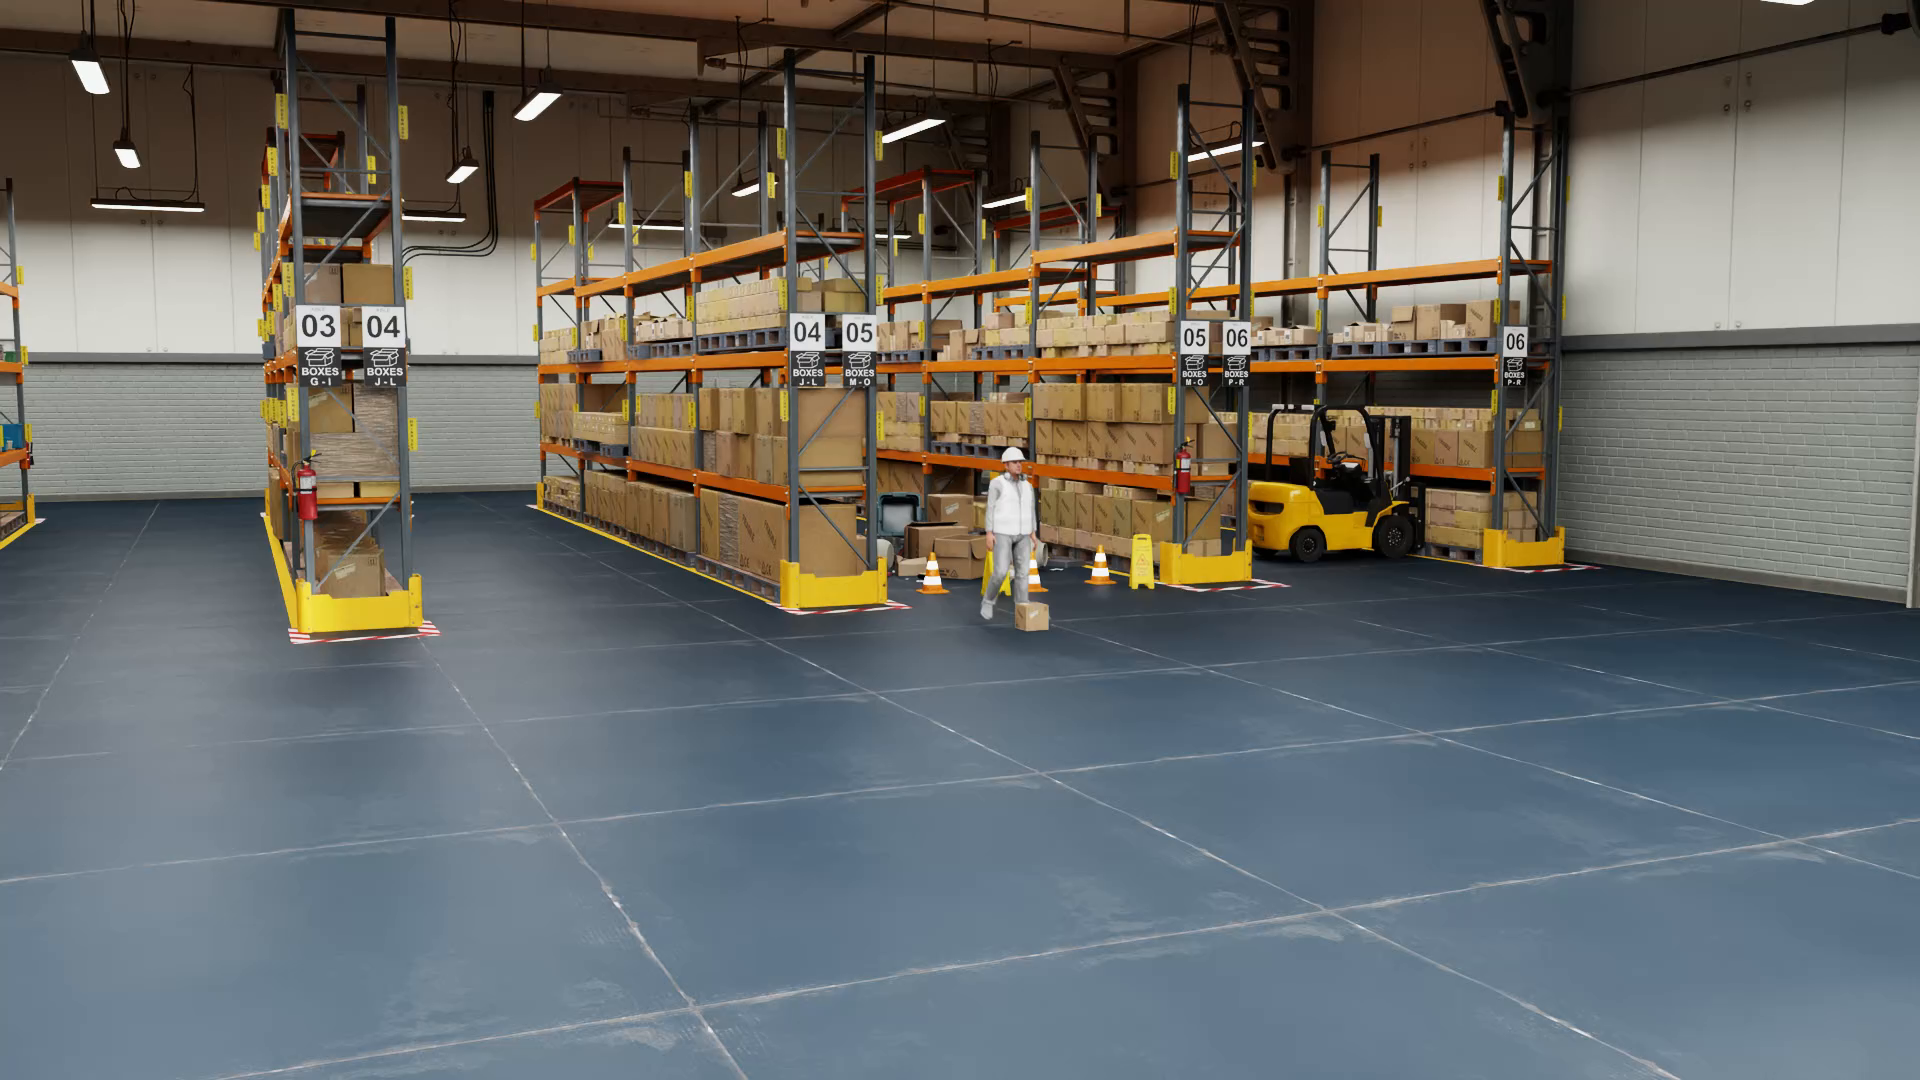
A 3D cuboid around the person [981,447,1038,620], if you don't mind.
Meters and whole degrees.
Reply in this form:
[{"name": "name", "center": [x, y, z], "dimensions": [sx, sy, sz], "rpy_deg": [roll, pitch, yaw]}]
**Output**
[{"name": "person", "center": [0.532, -0.054, 16.969], "dimensions": [0.605, 1.778, 0.535], "rpy_deg": [-3, 6, -31]}]
